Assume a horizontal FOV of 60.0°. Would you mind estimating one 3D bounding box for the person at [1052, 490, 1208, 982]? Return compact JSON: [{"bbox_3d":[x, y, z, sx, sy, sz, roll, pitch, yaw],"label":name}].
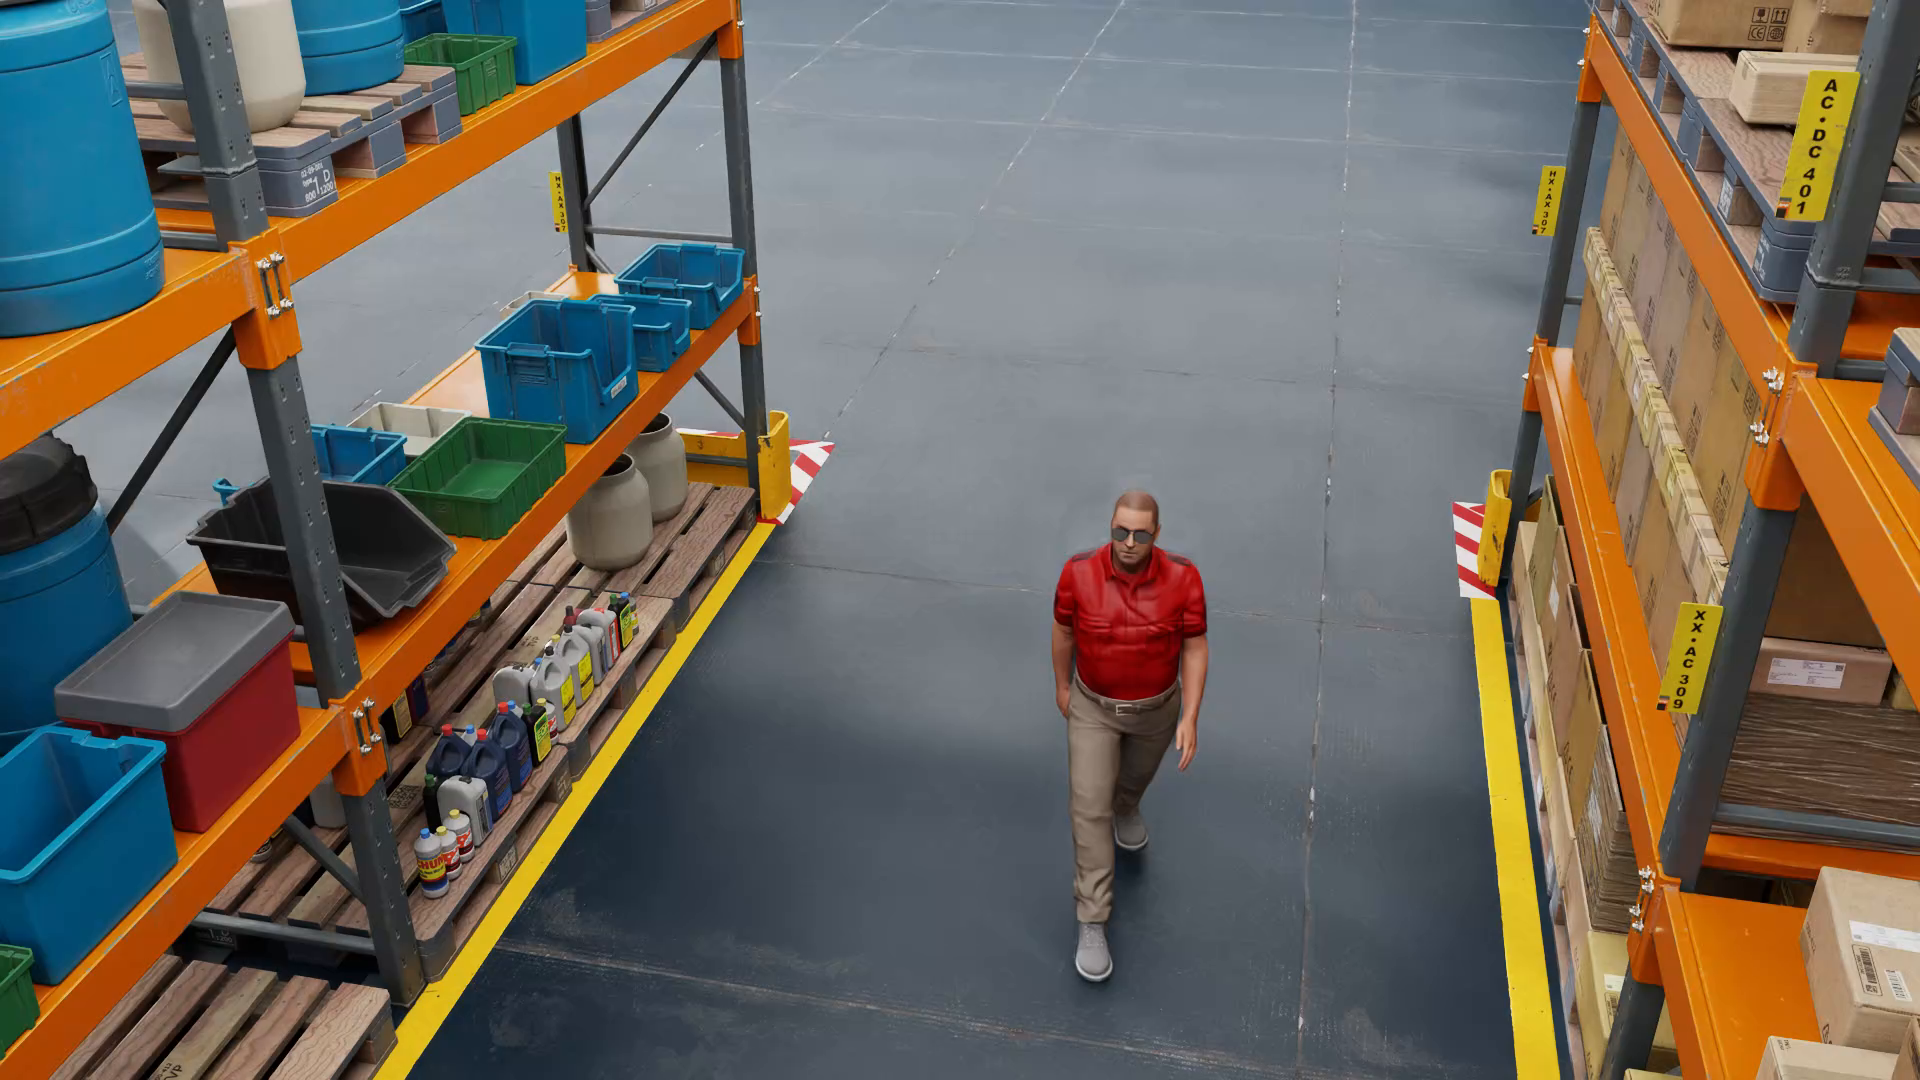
[{"bbox_3d":[0.606,0.619,5.980,0.548,1.662,1.043,0,29,0],"label":"person"}]
